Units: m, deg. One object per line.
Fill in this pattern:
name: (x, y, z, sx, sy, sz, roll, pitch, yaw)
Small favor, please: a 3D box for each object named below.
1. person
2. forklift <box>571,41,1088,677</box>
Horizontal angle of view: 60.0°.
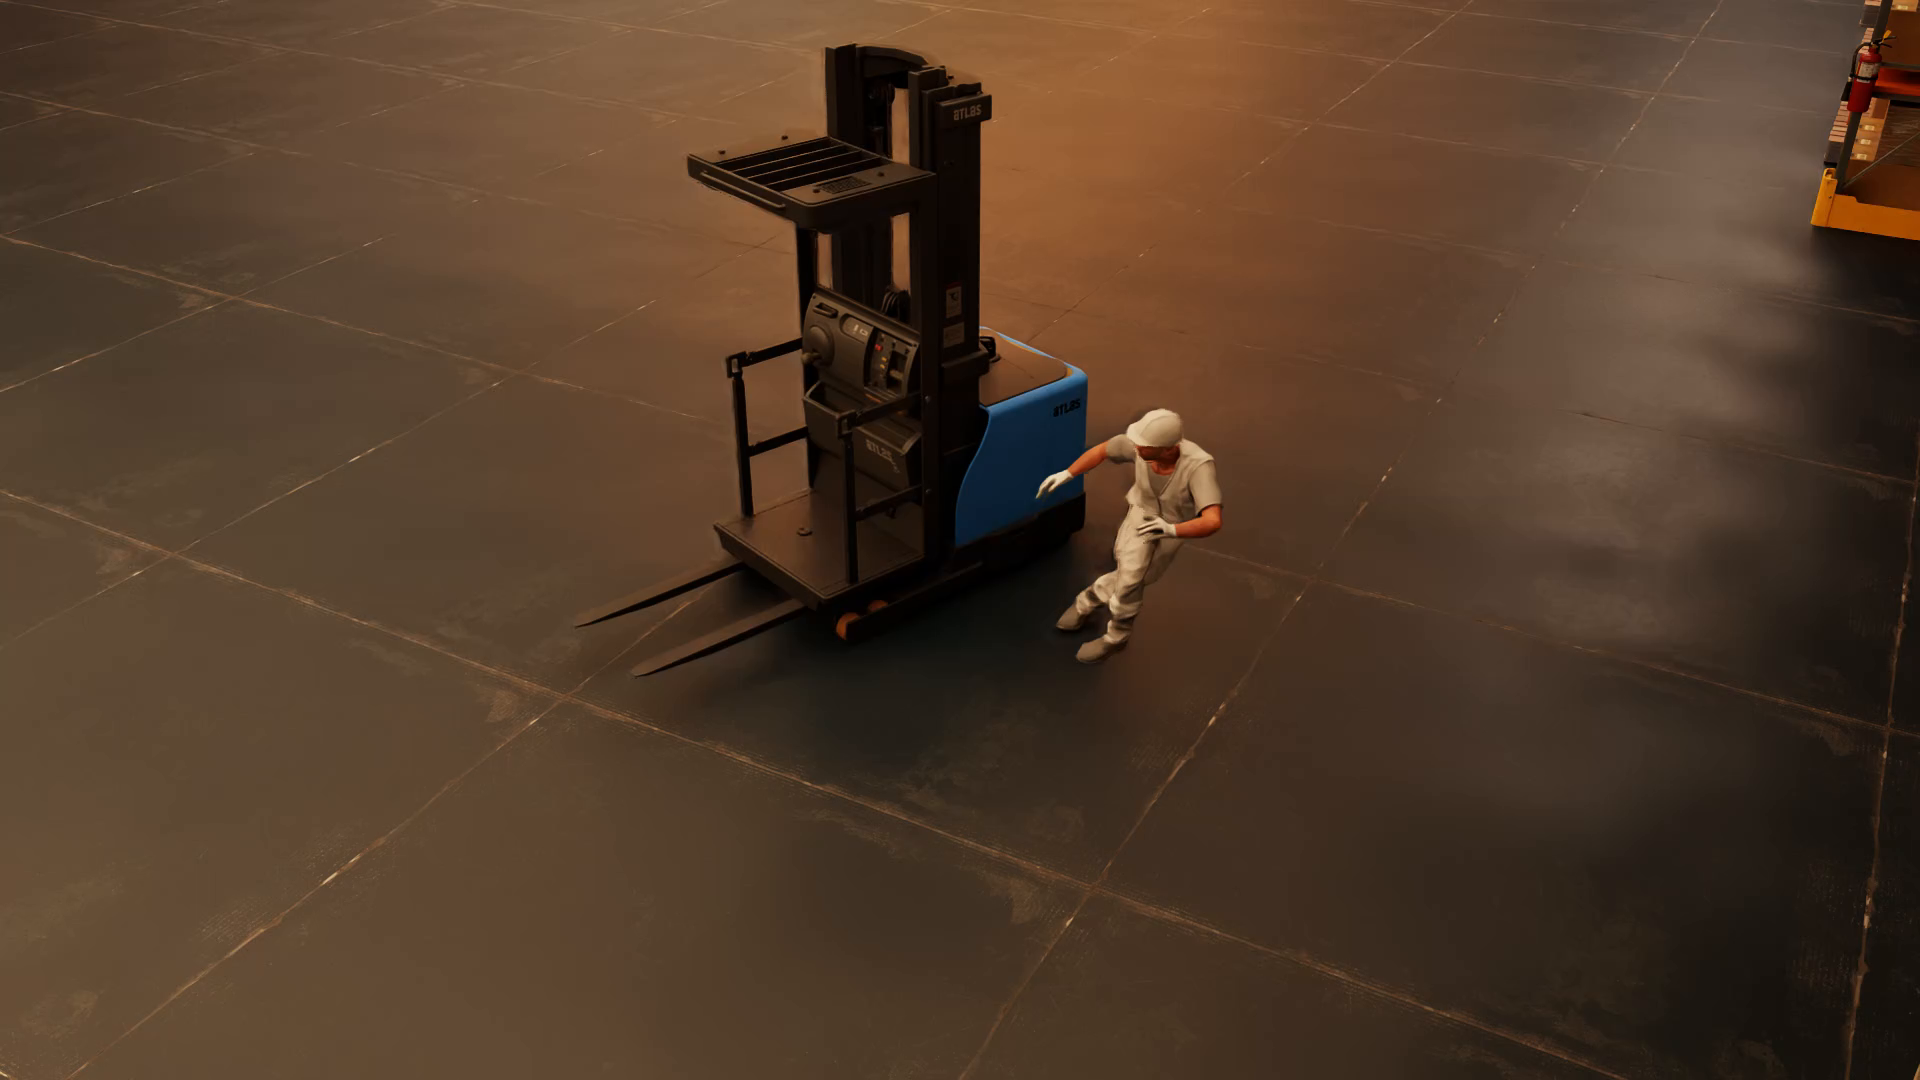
person: (0.860, -0.024, 8.500, 1.004, 1.521, 0.905, 10, 31, 16)
forklift: (-0.697, -1.006, 8.814, 3.031, 2.935, 1.130, -23, 37, -34)
